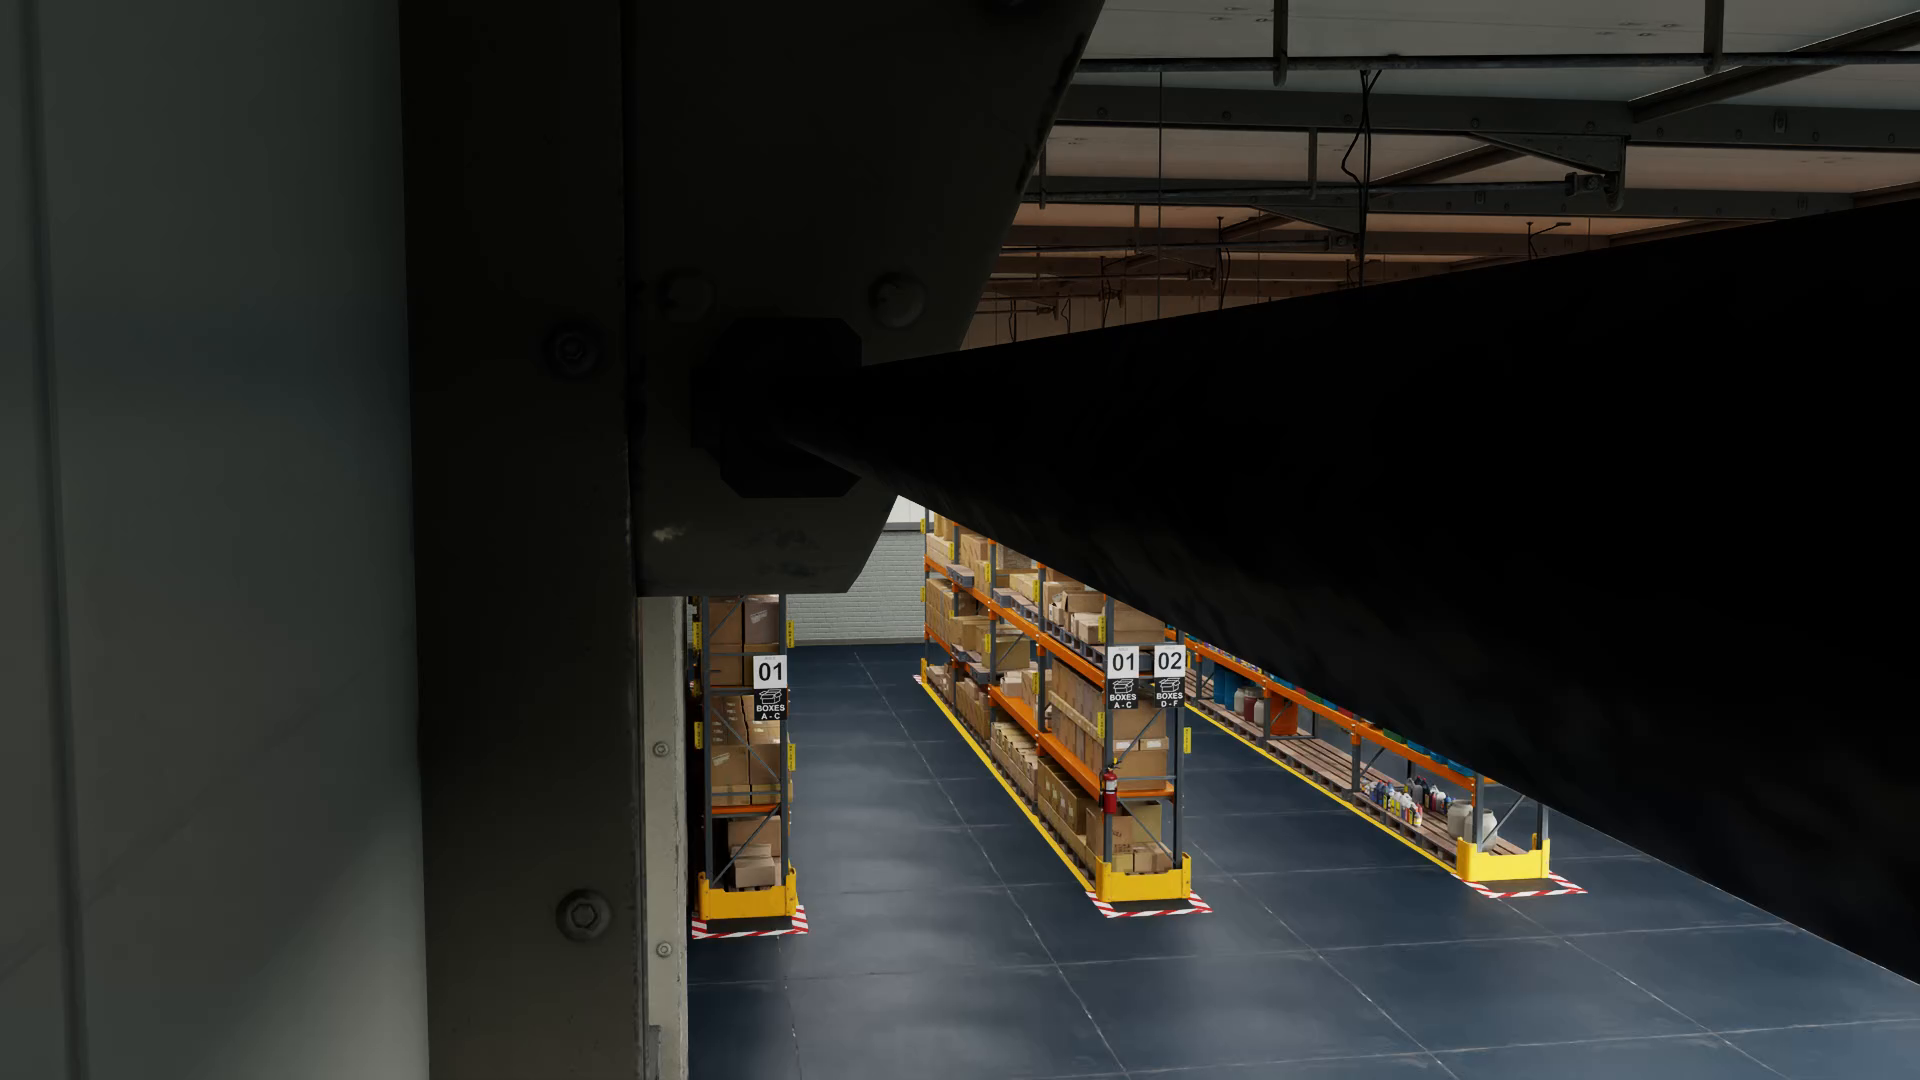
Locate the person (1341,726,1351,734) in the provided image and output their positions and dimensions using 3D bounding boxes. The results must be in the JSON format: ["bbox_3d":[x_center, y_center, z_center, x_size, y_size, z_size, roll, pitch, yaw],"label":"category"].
[{"bbox_3d":[7.288,2.789,30.684,0.689,1.649,0.964,-1,5,-12],"label":"person"}]
